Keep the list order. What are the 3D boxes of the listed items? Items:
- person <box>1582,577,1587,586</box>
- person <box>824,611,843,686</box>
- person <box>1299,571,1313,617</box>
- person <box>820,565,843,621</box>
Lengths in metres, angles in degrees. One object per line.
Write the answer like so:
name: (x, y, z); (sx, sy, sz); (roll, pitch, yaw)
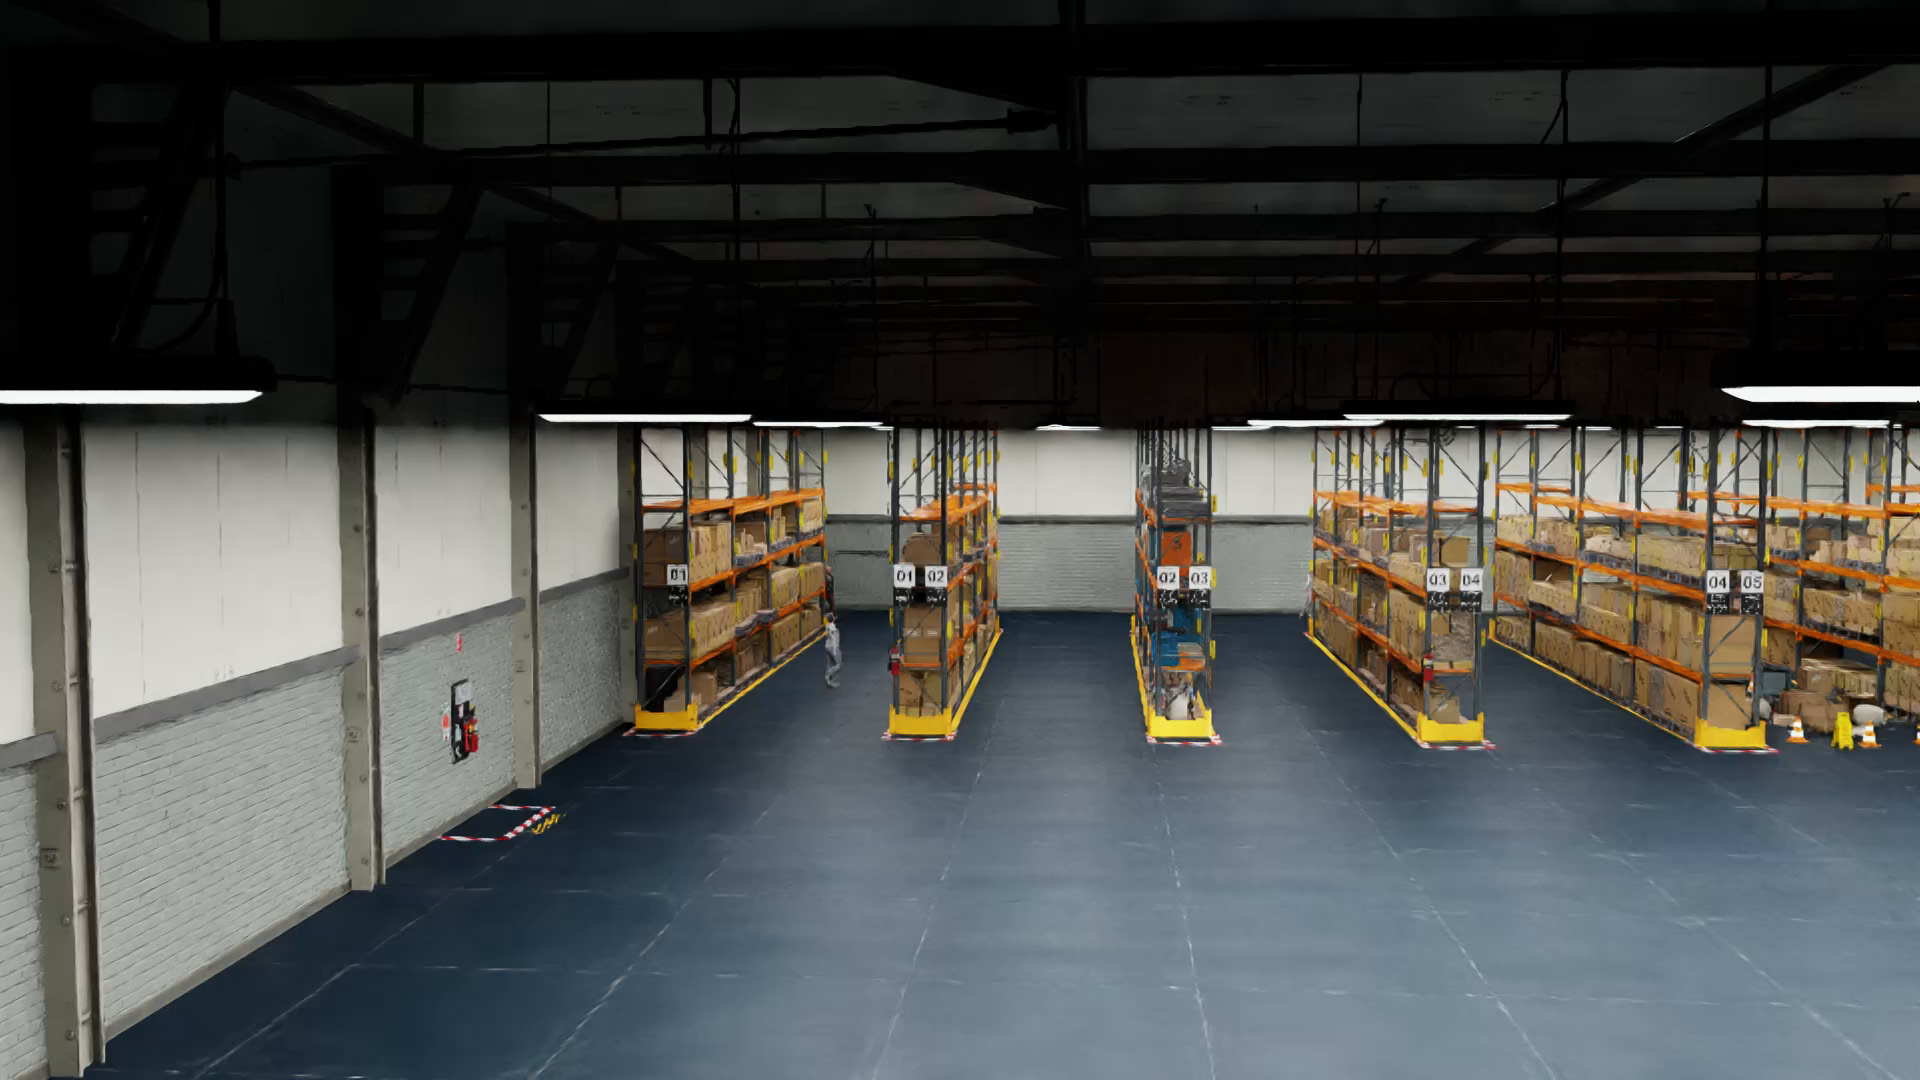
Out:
person: (16.795, 1.890, 44.871); (0.463, 1.783, 0.601); (-2, 4, -22)
person: (-2.889, 2.450, 37.309); (0.414, 1.675, 0.517); (-2, 4, -24)
person: (10.693, 1.597, 50.979); (0.555, 1.585, 0.456); (-3, 5, -38)
person: (-4.005, 1.601, 49.848); (0.480, 1.708, 0.639); (3, 5, 42)
